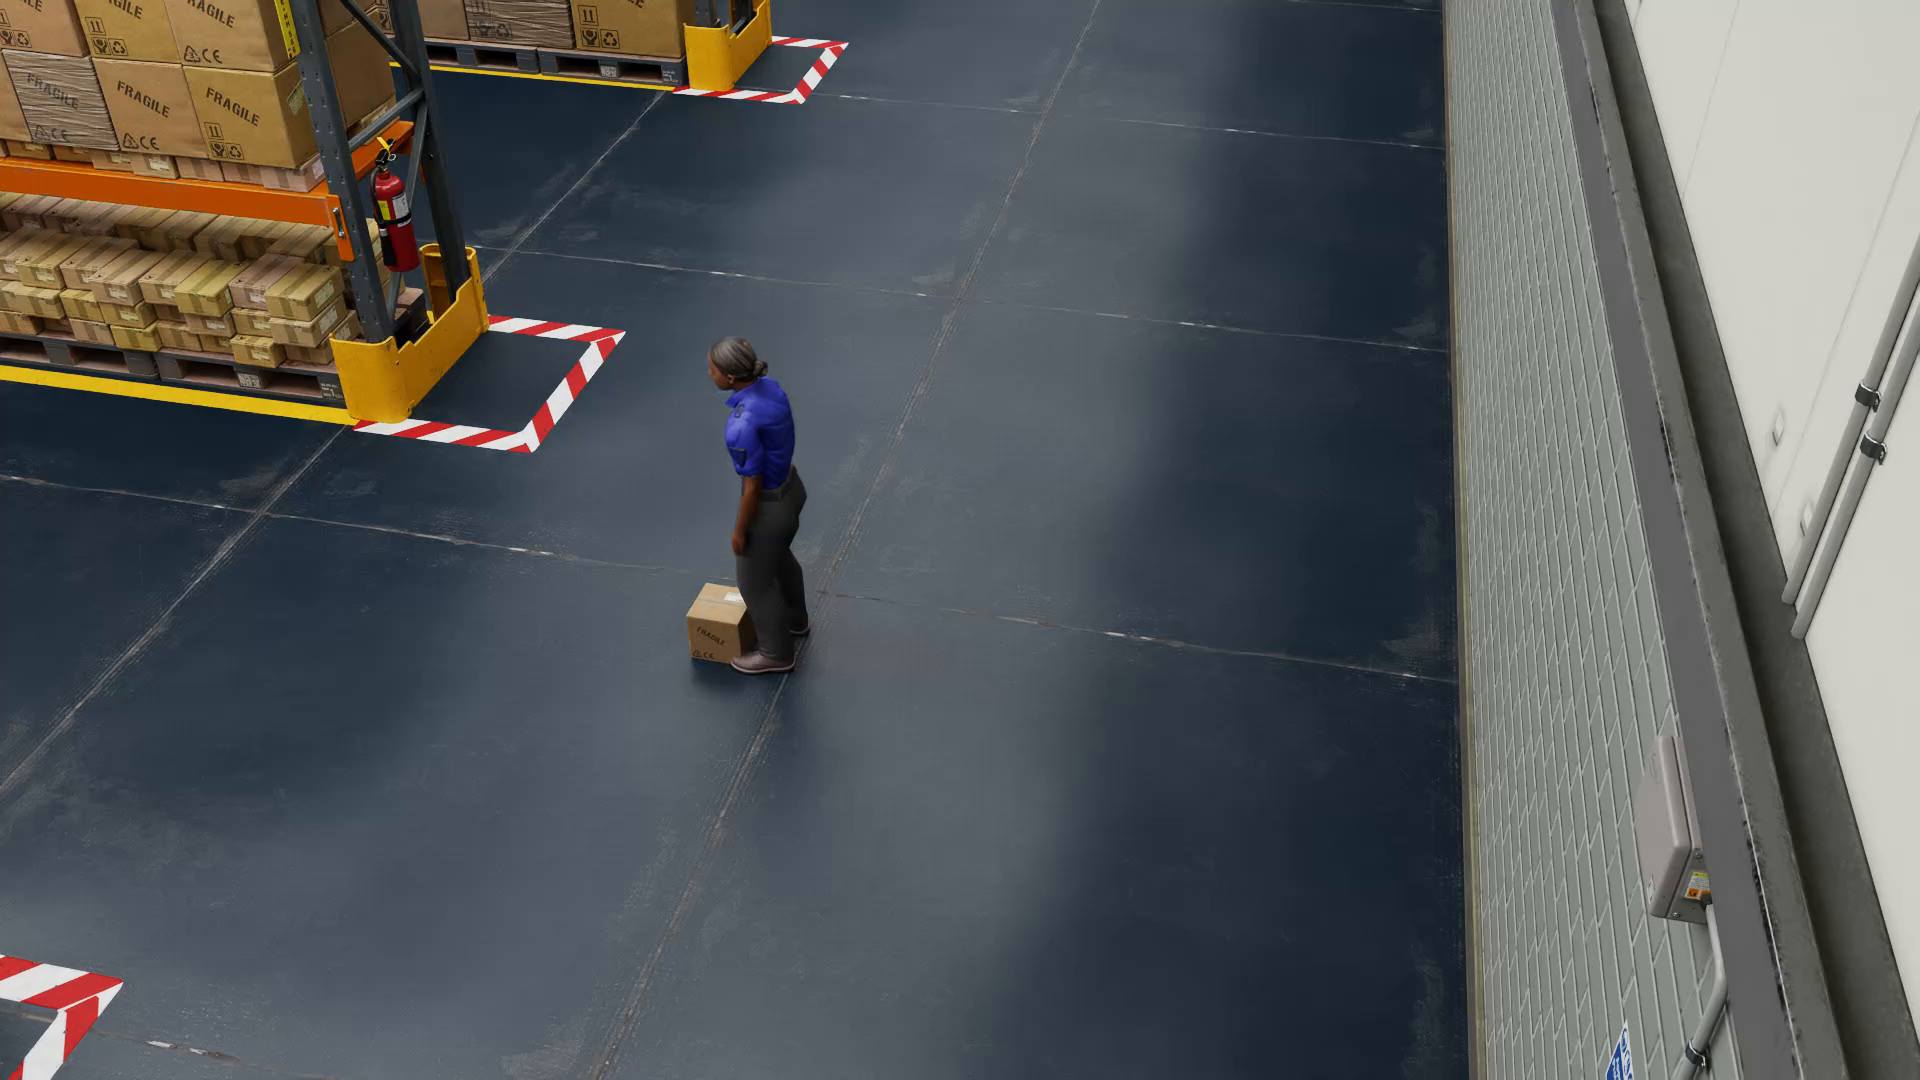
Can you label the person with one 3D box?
[{"bbox_3d":[-0.853,-0.155,7.174,0.347,1.655,0.507,8,37,10],"label":"person"}]
